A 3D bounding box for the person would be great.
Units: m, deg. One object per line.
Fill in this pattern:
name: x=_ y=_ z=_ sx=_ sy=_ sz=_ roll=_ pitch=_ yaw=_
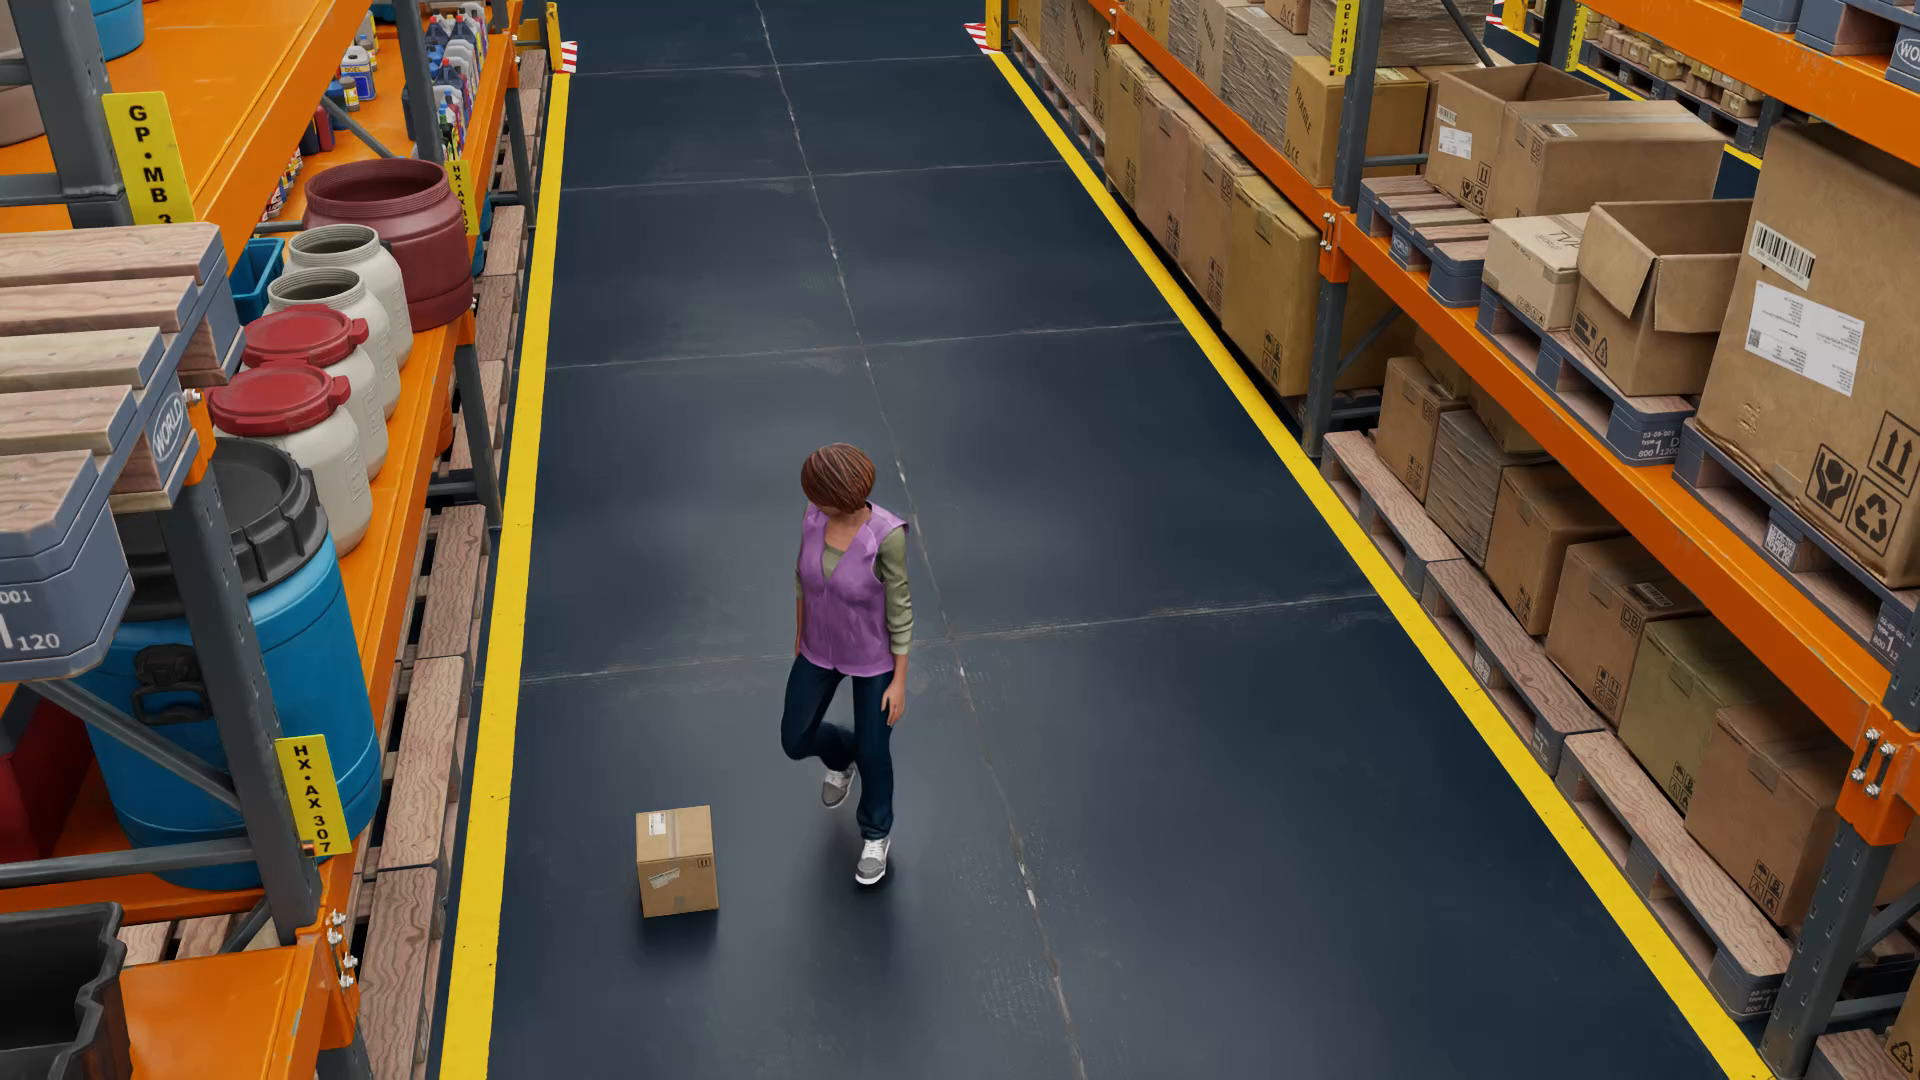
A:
person: x=-0.339 y=0.375 z=5.480 sx=0.460 sy=1.596 sz=0.475 roll=12 pitch=33 yaw=19
